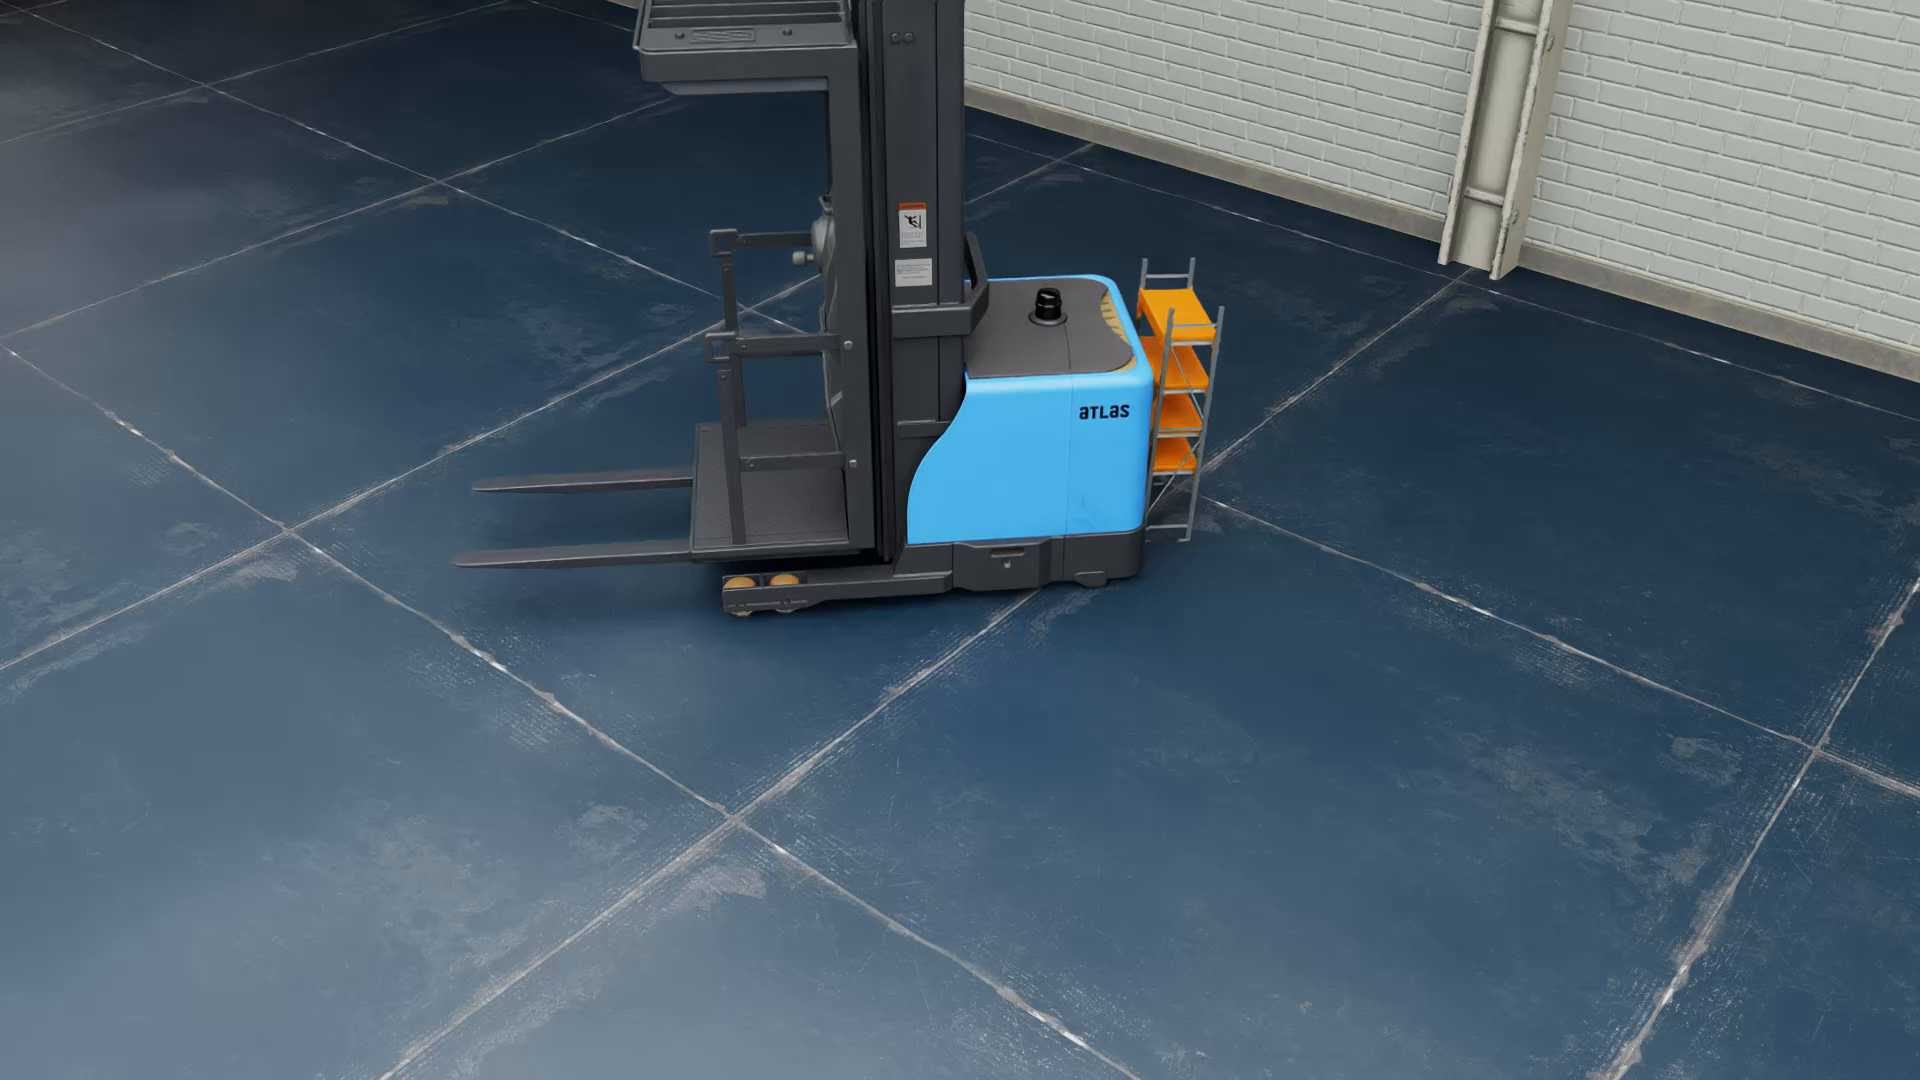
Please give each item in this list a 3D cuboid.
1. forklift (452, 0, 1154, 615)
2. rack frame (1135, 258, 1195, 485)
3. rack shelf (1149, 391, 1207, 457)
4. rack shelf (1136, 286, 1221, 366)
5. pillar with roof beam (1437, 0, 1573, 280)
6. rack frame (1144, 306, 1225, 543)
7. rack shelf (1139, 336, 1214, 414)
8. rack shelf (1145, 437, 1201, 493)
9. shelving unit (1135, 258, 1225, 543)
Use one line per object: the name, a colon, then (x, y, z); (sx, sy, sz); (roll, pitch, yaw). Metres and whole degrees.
forklift: (-0.729, -1.195, 6.901); (3.031, 2.935, 1.130); (-3, 35, -5)
rack frame: (0.911, -0.764, 7.793); (0.240, 1.200, 0.015); (-2, 34, -8)
rack shelf: (0.941, -0.572, 7.631); (0.258, 0.148, 0.480); (-2, 34, -8)
rack shelf: (0.963, -0.953, 7.373); (0.258, 0.148, 0.480); (-2, 34, -8)
pillar with roof beam: (0.433, -3.540, 4.956); (0.400, 9.000, 9.100); (25, 42, 32)
rack frame: (0.979, -0.491, 7.394); (0.240, 1.200, 0.015); (-2, 34, -8)
rack shelf: (0.952, -0.757, 7.506); (0.258, 0.148, 0.480); (-2, 34, -8)
rack shelf: (0.932, -0.408, 7.742); (0.258, 0.148, 0.480); (-2, 34, -8)
shelving unit: (0.945, -0.628, 7.593); (0.258, 1.200, 0.503); (-2, 34, -8)
